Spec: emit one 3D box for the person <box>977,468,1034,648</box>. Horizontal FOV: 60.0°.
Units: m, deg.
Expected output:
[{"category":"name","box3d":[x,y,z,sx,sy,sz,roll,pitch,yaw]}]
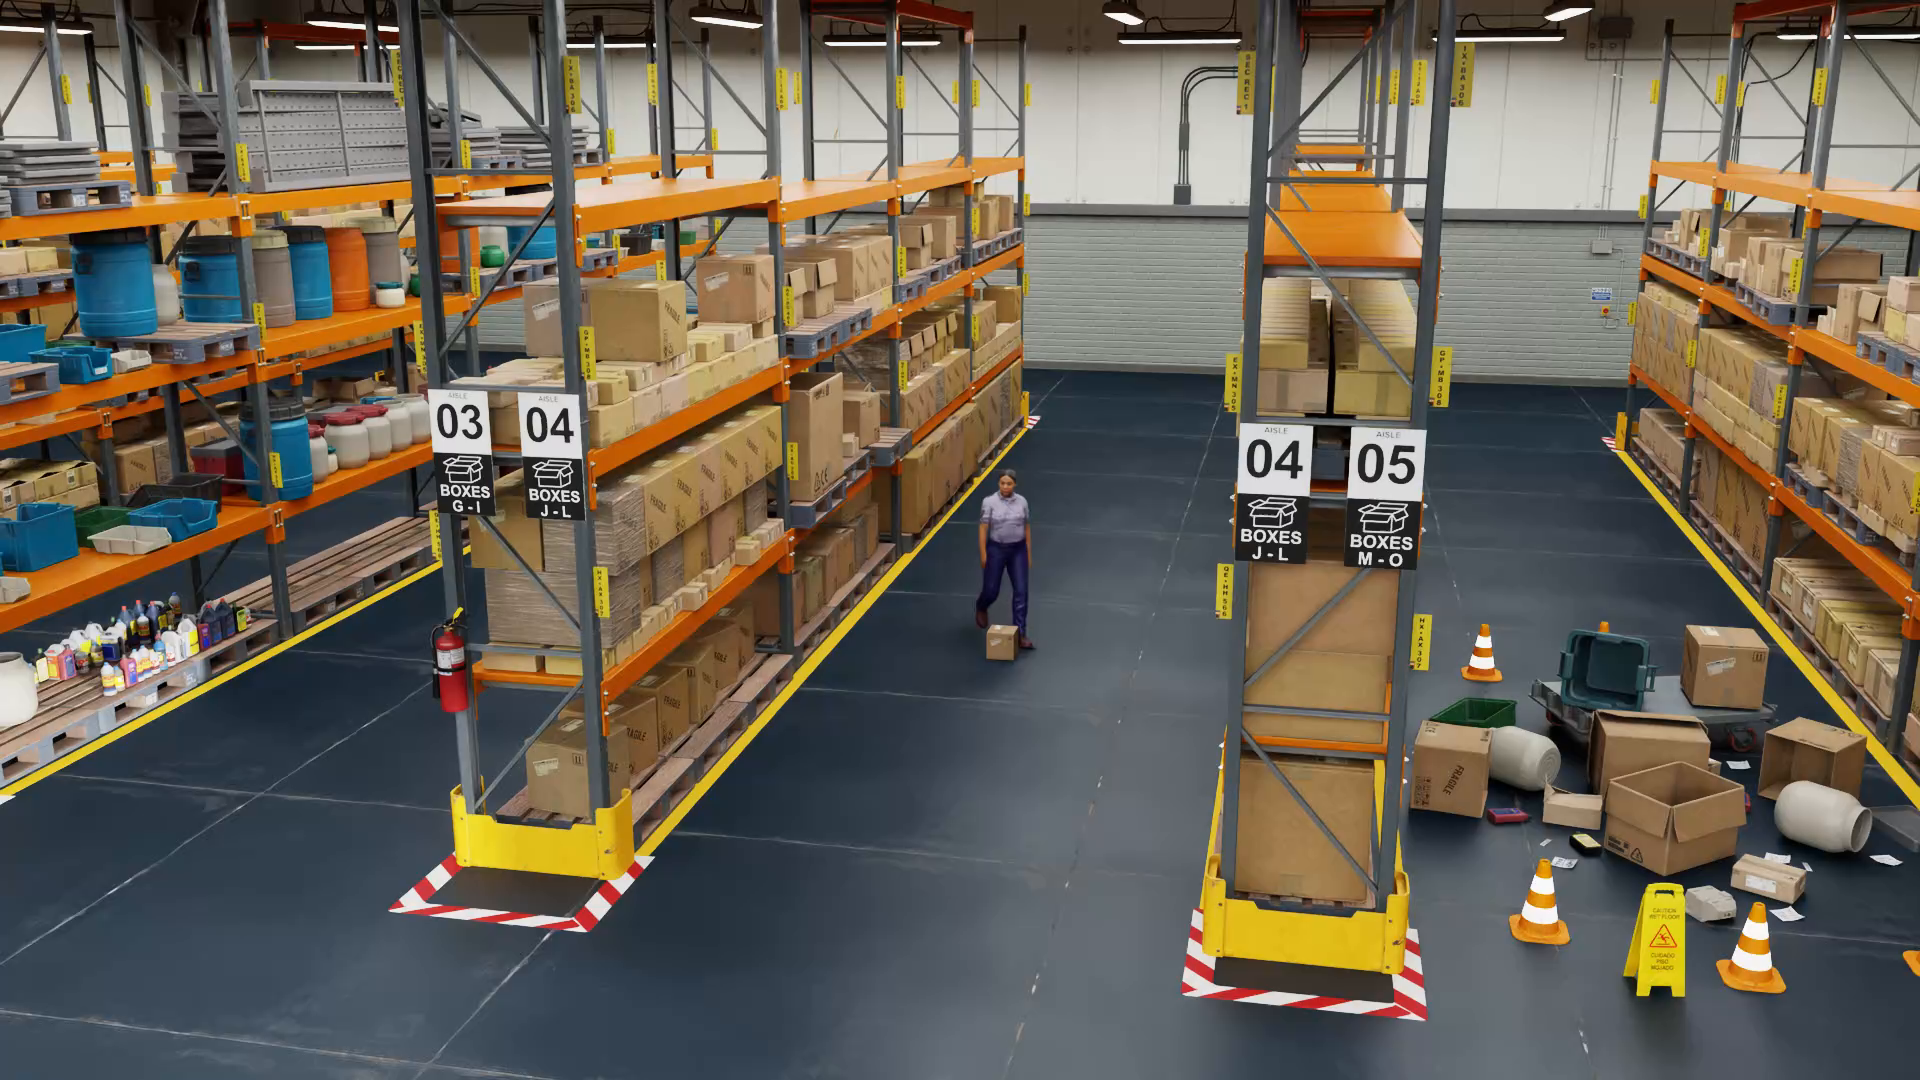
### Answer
[{"category":"person","box3d":[0.448,0.143,15.511,0.510,1.621,0.740,-4,15,-14]}]
